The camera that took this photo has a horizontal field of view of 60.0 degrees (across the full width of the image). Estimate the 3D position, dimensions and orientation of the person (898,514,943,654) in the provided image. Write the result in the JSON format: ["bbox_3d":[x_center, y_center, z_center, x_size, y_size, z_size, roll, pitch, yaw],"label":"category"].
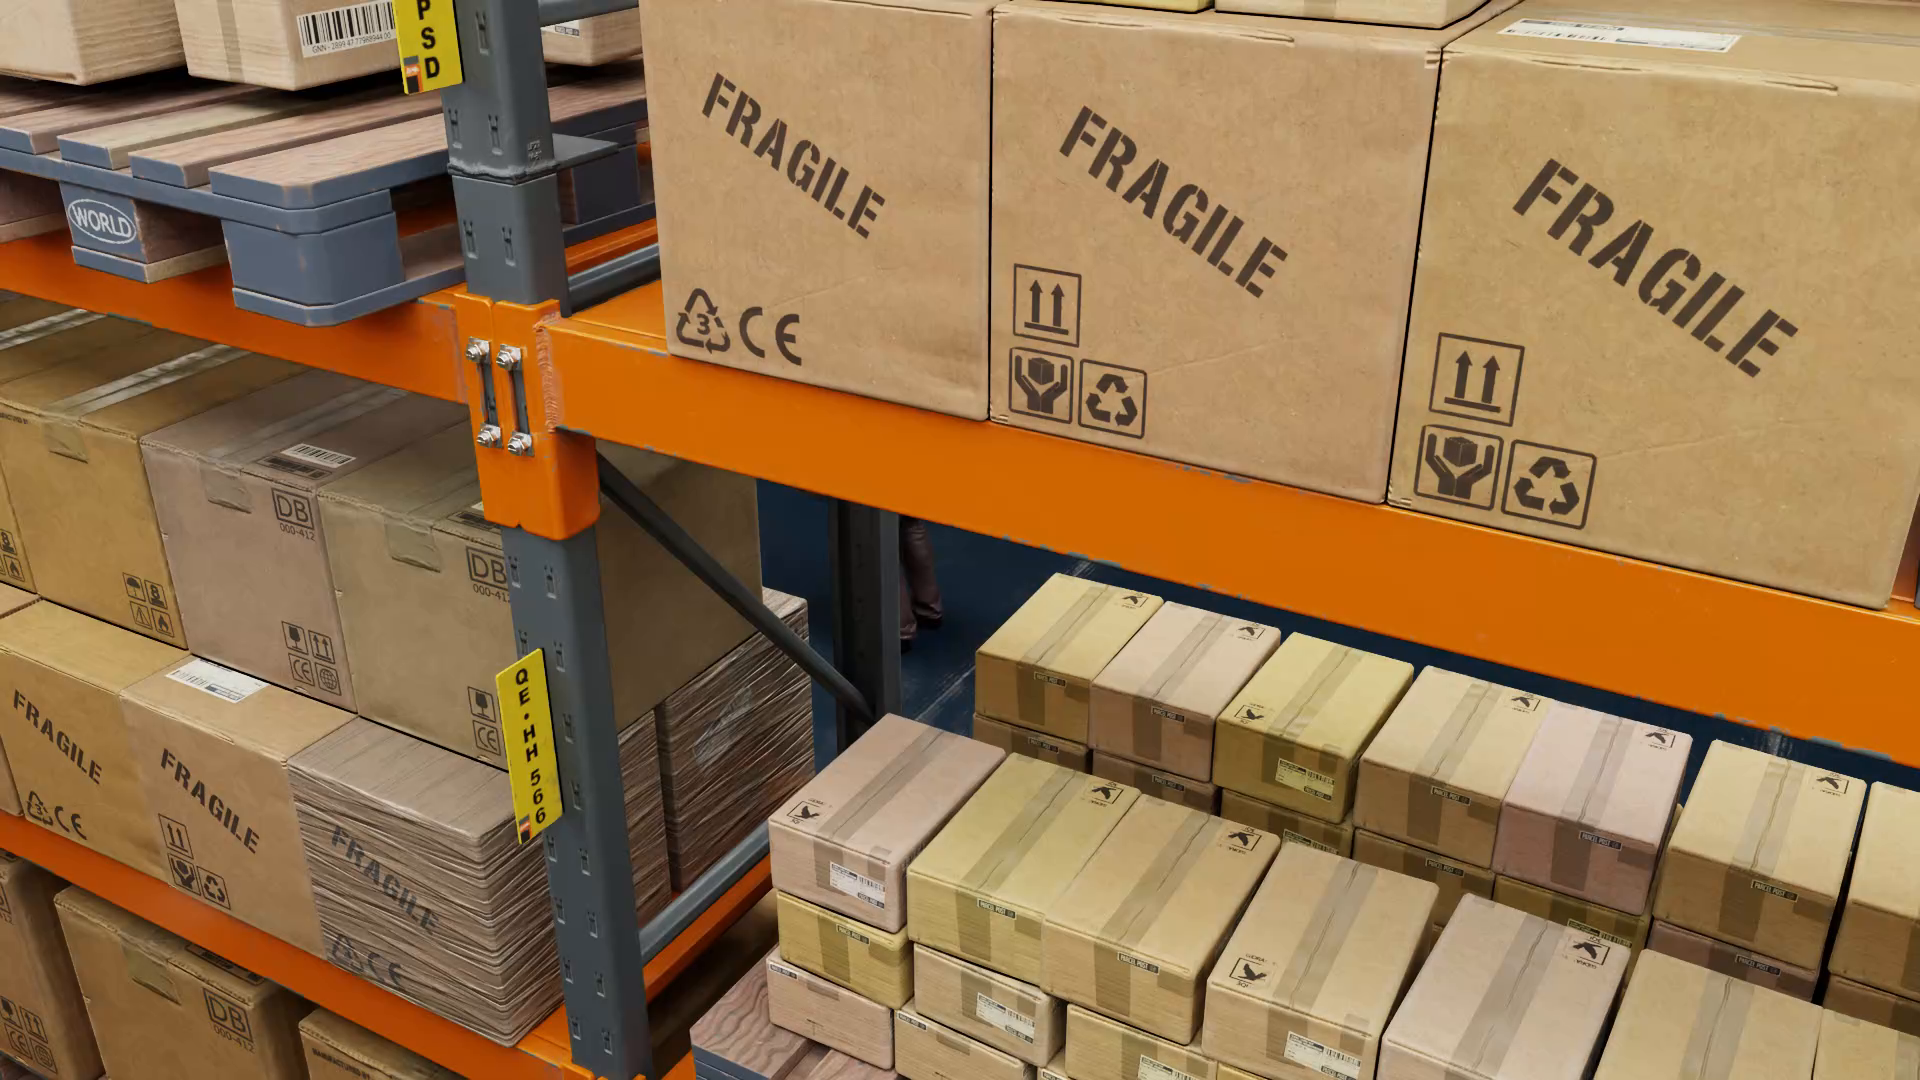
[{"bbox_3d":[-0.376,-0.329,6.953,0.677,1.598,0.470,14,29,25],"label":"person"}]
